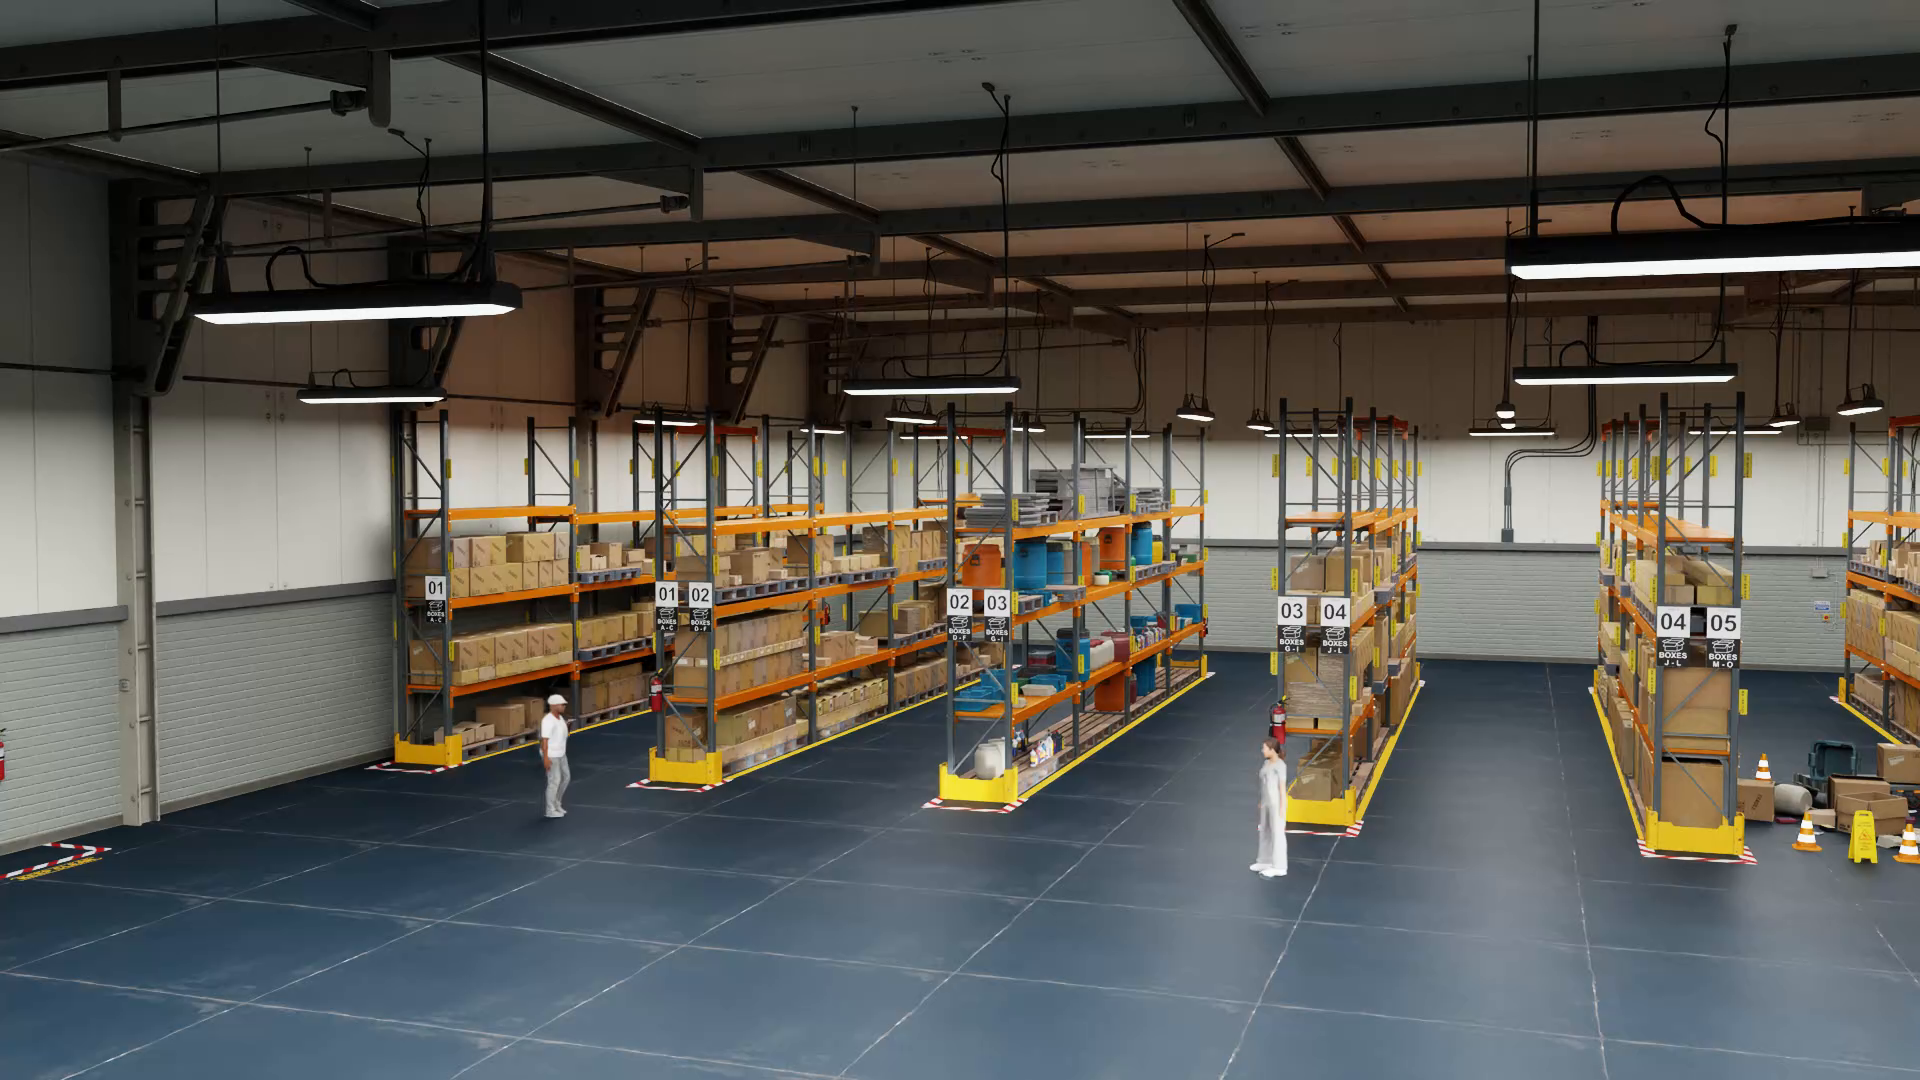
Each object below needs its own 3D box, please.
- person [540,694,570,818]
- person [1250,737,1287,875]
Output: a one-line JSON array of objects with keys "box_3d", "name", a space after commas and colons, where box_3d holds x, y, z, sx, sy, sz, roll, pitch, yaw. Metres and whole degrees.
[{"box_3d": [-5.831, 3.111, 23.936, 0.391, 1.781, 0.665, 0, 2, 8], "name": "person"}, {"box_3d": [3.819, 3.274, 20.536, 0.418, 1.675, 0.487, -1, 3, -19], "name": "person"}]
